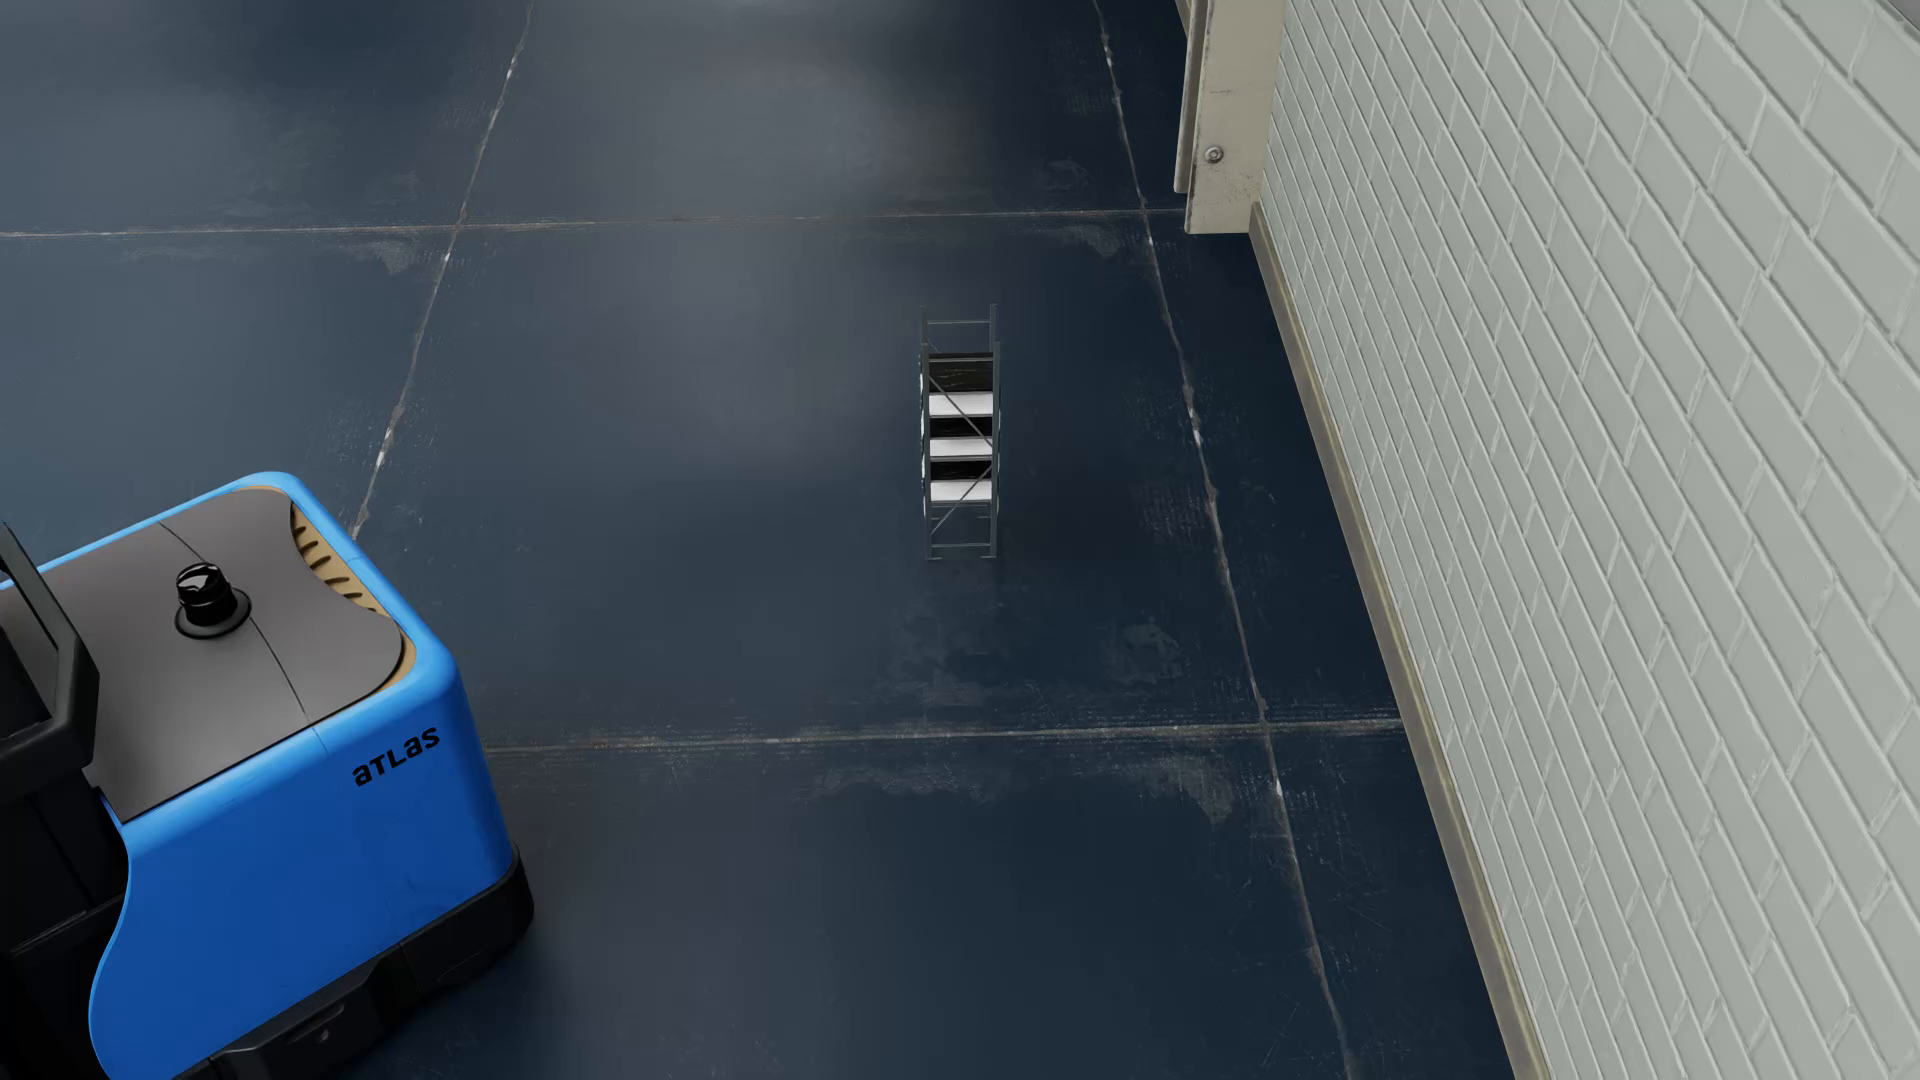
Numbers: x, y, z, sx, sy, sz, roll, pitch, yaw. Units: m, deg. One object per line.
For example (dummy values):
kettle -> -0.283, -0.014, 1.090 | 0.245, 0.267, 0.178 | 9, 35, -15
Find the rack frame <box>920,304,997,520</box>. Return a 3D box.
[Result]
rack frame -> -0.005, -0.406, 5.527 | 0.240, 0.900, 0.006 | -2, 43, -2

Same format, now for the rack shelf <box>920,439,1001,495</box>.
rack shelf -> 0.000, -0.246, 5.535 | 0.258, 0.077, 0.200 | -2, 43, -2

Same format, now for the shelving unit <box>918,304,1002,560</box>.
shelving unit -> 0.000, -0.337, 5.452 | 0.258, 0.900, 0.210 | -2, 43, -2

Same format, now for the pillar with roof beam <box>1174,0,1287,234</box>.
pillar with roof beam -> -3.177, -4.658, 4.172 | 9.100, 9.000, 0.400 | -2, 43, -2

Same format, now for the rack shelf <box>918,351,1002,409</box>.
rack shelf -> 0.000, -0.512, 5.292 | 0.258, 0.077, 0.200 | -2, 43, -2

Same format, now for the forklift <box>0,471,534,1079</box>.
forklift -> -2.609, 0.398, 3.146 | 3.031, 2.935, 1.130 | -30, 50, -29

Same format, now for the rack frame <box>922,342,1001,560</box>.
rack frame -> 0.004, -0.269, 5.377 | 0.240, 0.900, 0.006 | -2, 43, -2

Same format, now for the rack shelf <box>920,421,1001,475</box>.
rack shelf -> 0.000, -0.313, 5.474 | 0.258, 0.077, 0.200 | -2, 43, -2

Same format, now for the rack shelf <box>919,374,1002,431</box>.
rack shelf -> 0.000, -0.445, 5.353 | 0.258, 0.077, 0.200 | -2, 43, -2

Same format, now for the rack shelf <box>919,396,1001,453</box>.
rack shelf -> 0.000, -0.379, 5.414 | 0.258, 0.077, 0.200 | -2, 43, -2

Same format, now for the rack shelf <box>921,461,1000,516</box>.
rack shelf -> 0.000, -0.180, 5.596 | 0.258, 0.077, 0.200 | -2, 43, -2
